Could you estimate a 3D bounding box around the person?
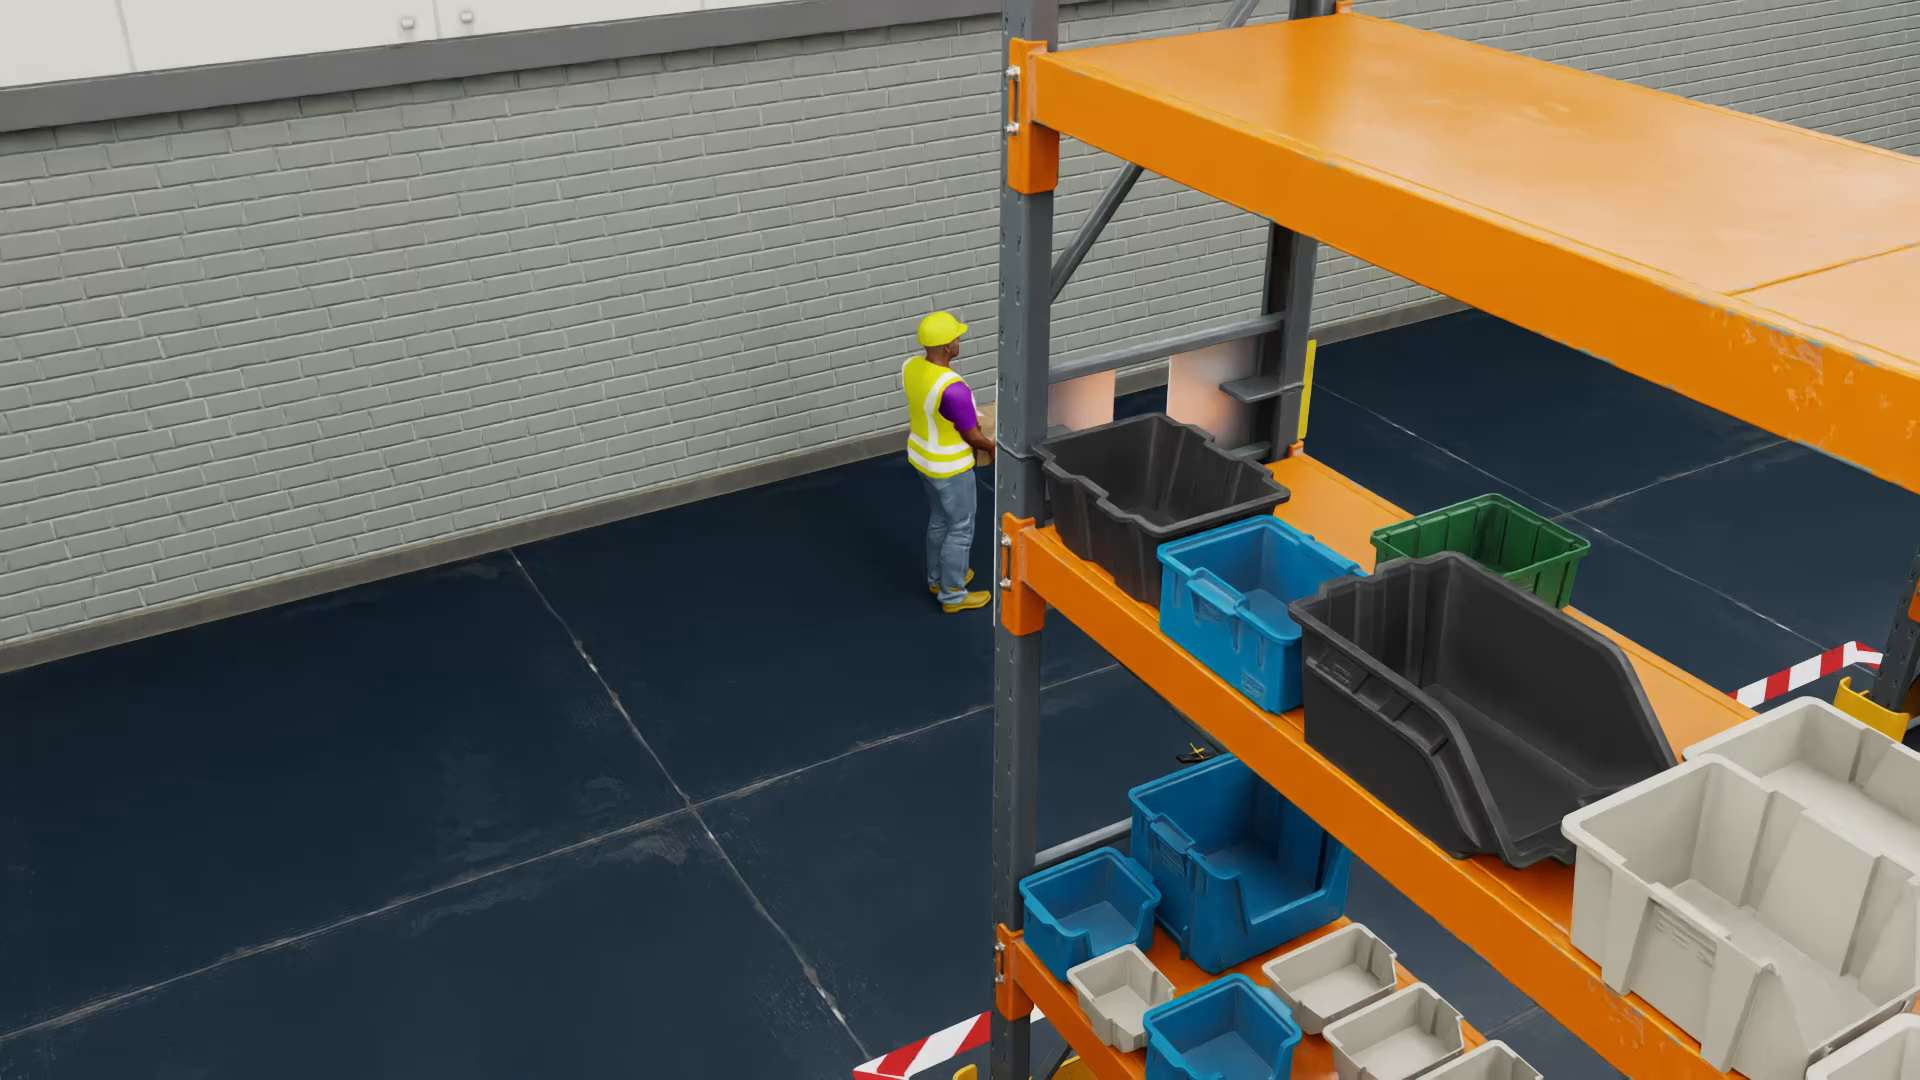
[{"bbox_3d":[-0.015,-0.462,9.376,0.551,1.770,0.542,-16,33,-27],"label":"person"}]
